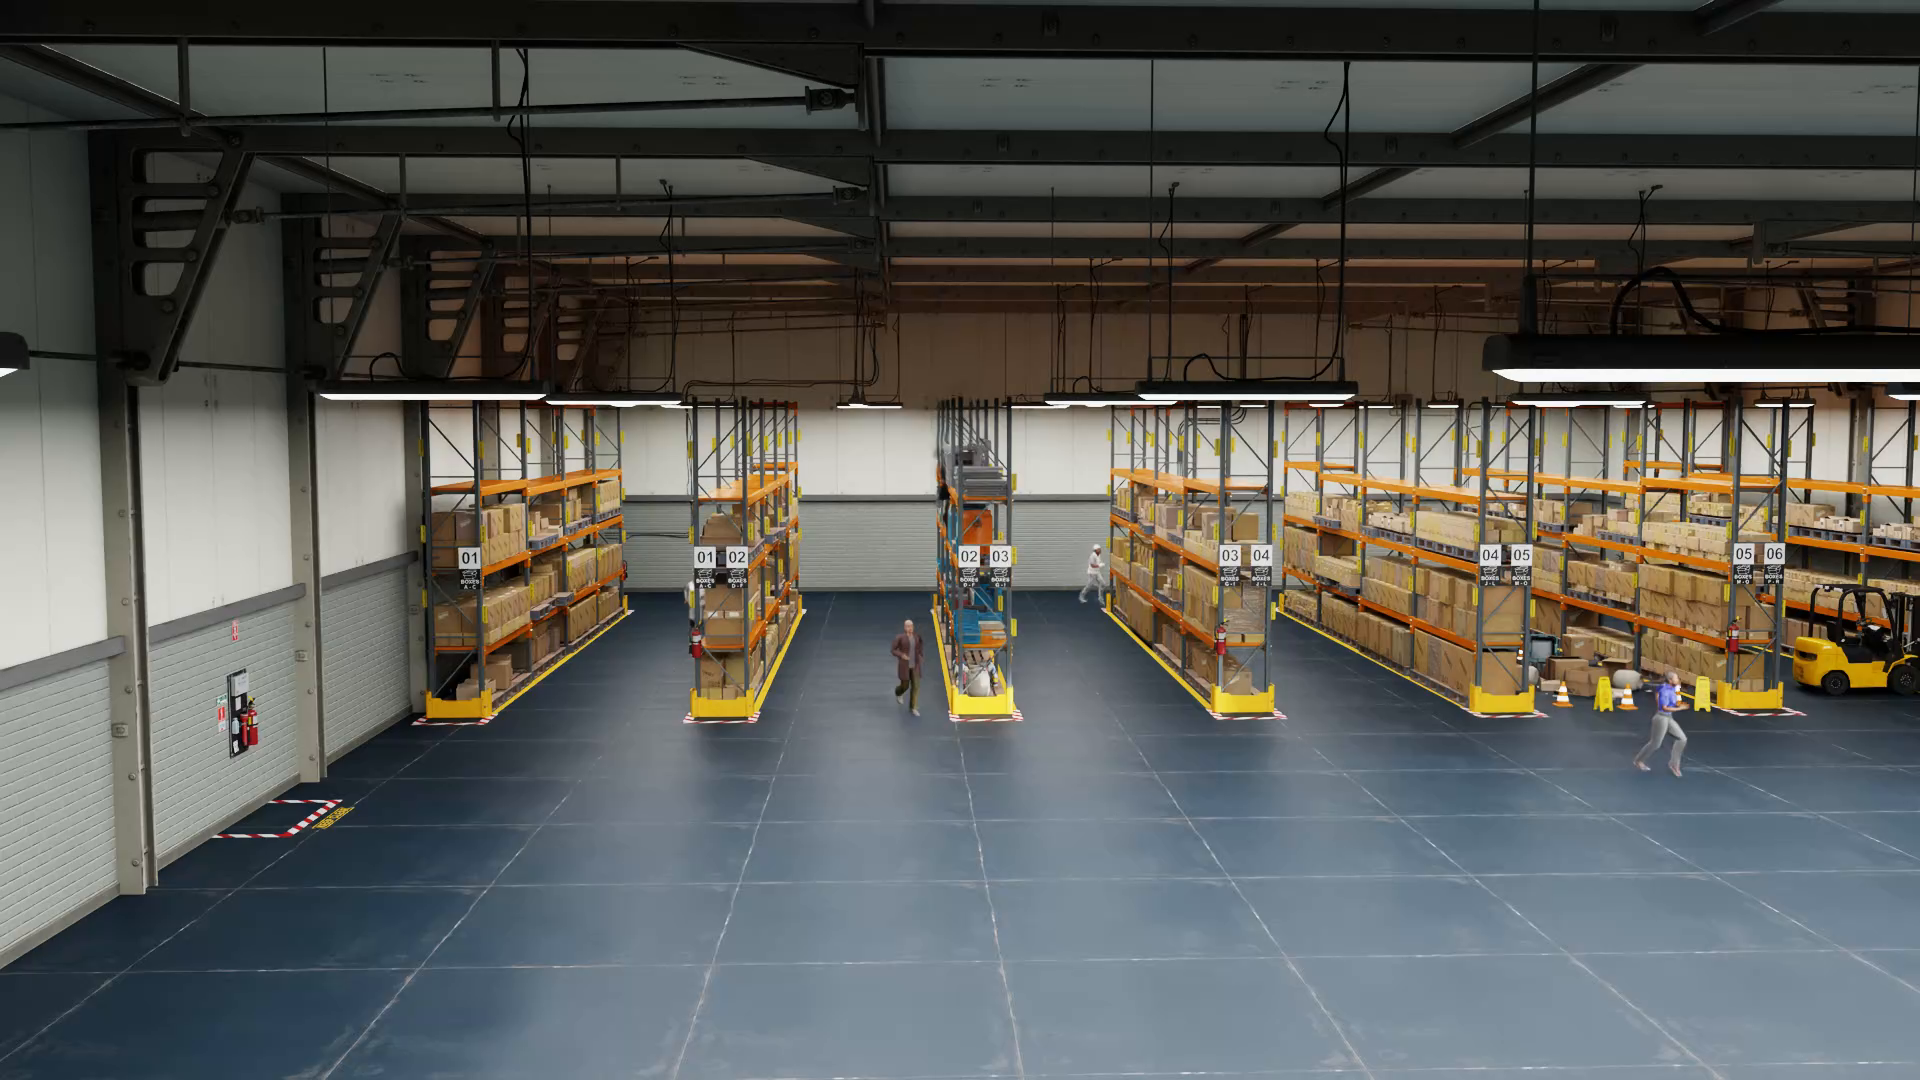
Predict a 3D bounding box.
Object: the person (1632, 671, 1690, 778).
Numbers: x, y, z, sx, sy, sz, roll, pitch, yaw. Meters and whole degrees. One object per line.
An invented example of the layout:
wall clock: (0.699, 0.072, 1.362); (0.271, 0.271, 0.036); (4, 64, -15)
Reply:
person: (11.039, 2.889, 26.167); (0.835, 1.688, 0.599); (3, 5, 36)

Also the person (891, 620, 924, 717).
person: (-0.979, 2.413, 31.612); (0.714, 1.797, 0.994); (-2, 5, -22)

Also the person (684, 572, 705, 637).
person: (-6.629, 1.620, 41.769); (0.648, 1.730, 0.619); (0, 4, -3)

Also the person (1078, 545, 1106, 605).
person: (3.936, 1.037, 49.301); (0.848, 1.824, 0.710); (2, 5, 22)

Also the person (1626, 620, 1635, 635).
person: (16.596, 1.664, 41.010); (0.654, 1.740, 0.742); (-1, 4, -8)
